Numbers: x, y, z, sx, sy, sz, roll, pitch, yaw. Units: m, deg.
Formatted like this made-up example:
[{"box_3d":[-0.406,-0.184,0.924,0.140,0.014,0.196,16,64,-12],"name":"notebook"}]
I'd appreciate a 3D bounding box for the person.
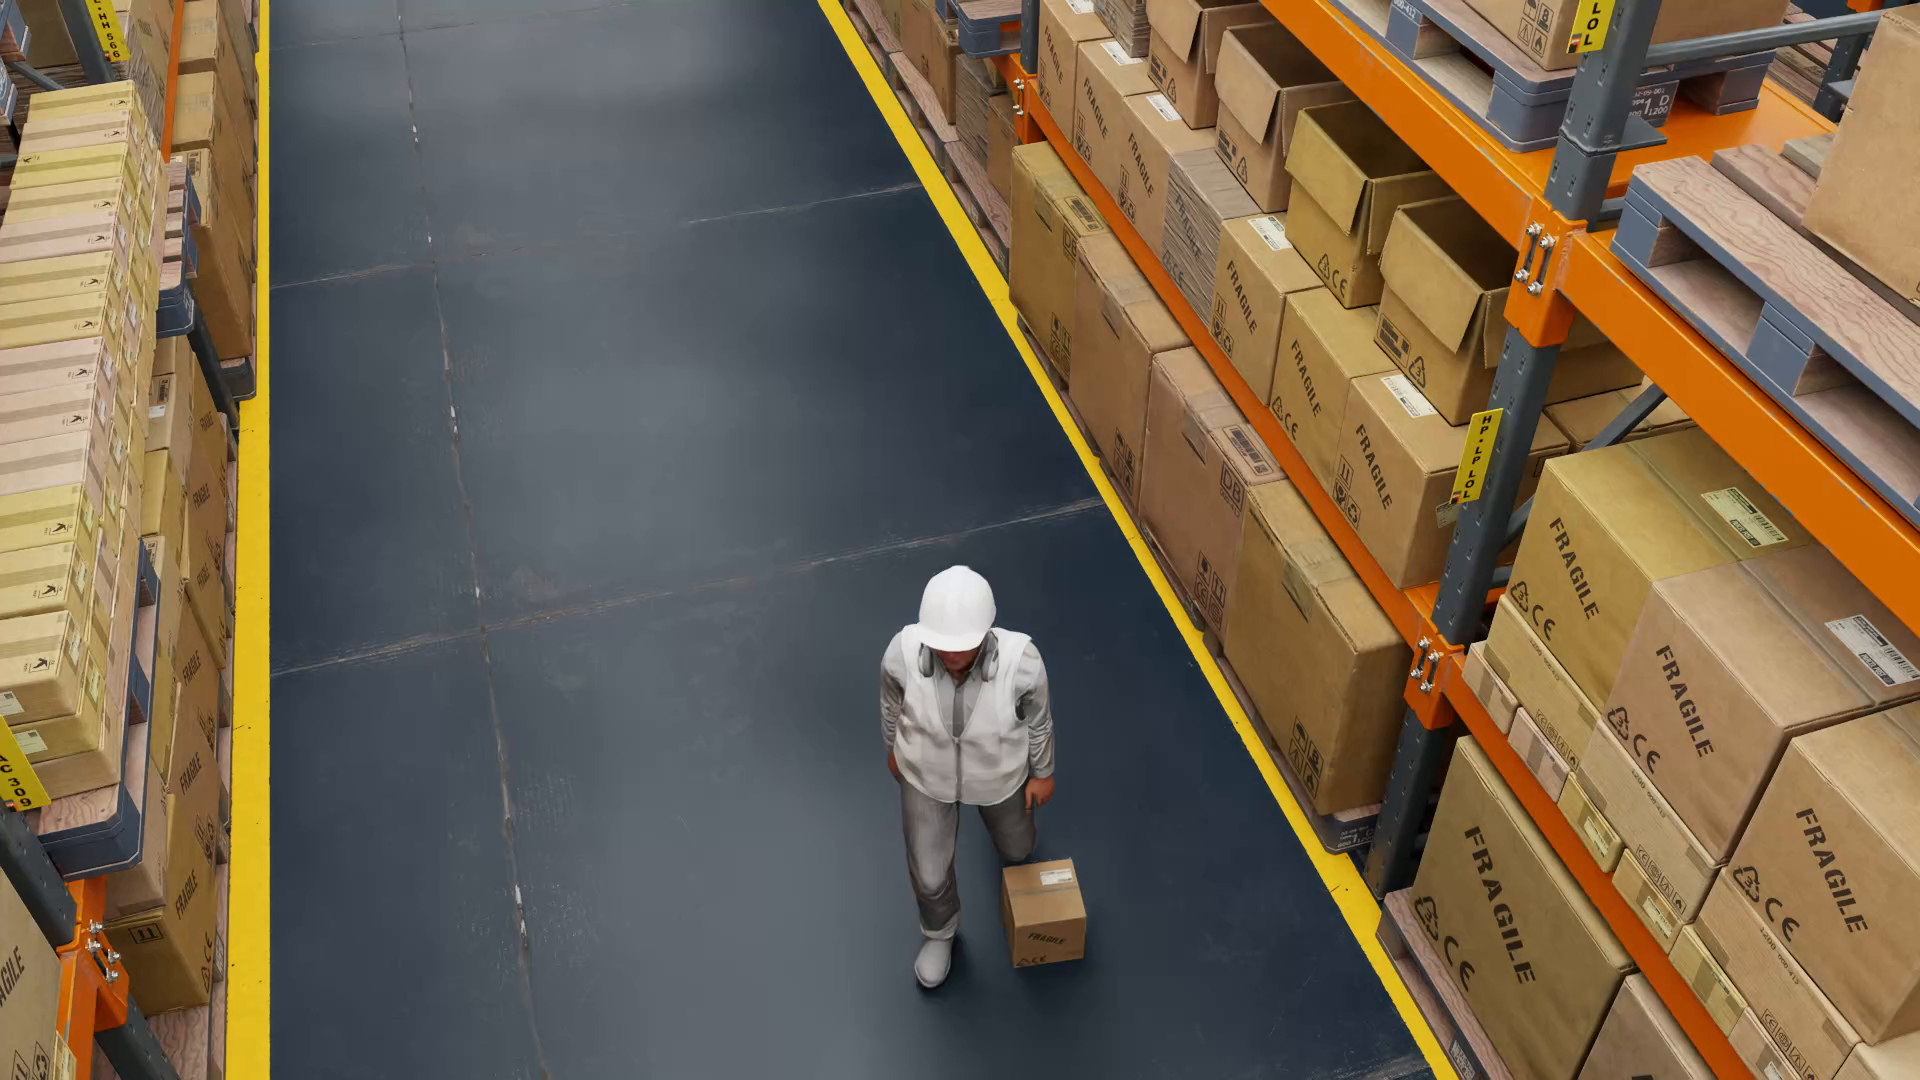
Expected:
[{"box_3d":[0.034,0.650,5.411,0.570,1.738,0.799,2,42,3],"name":"person"}]
